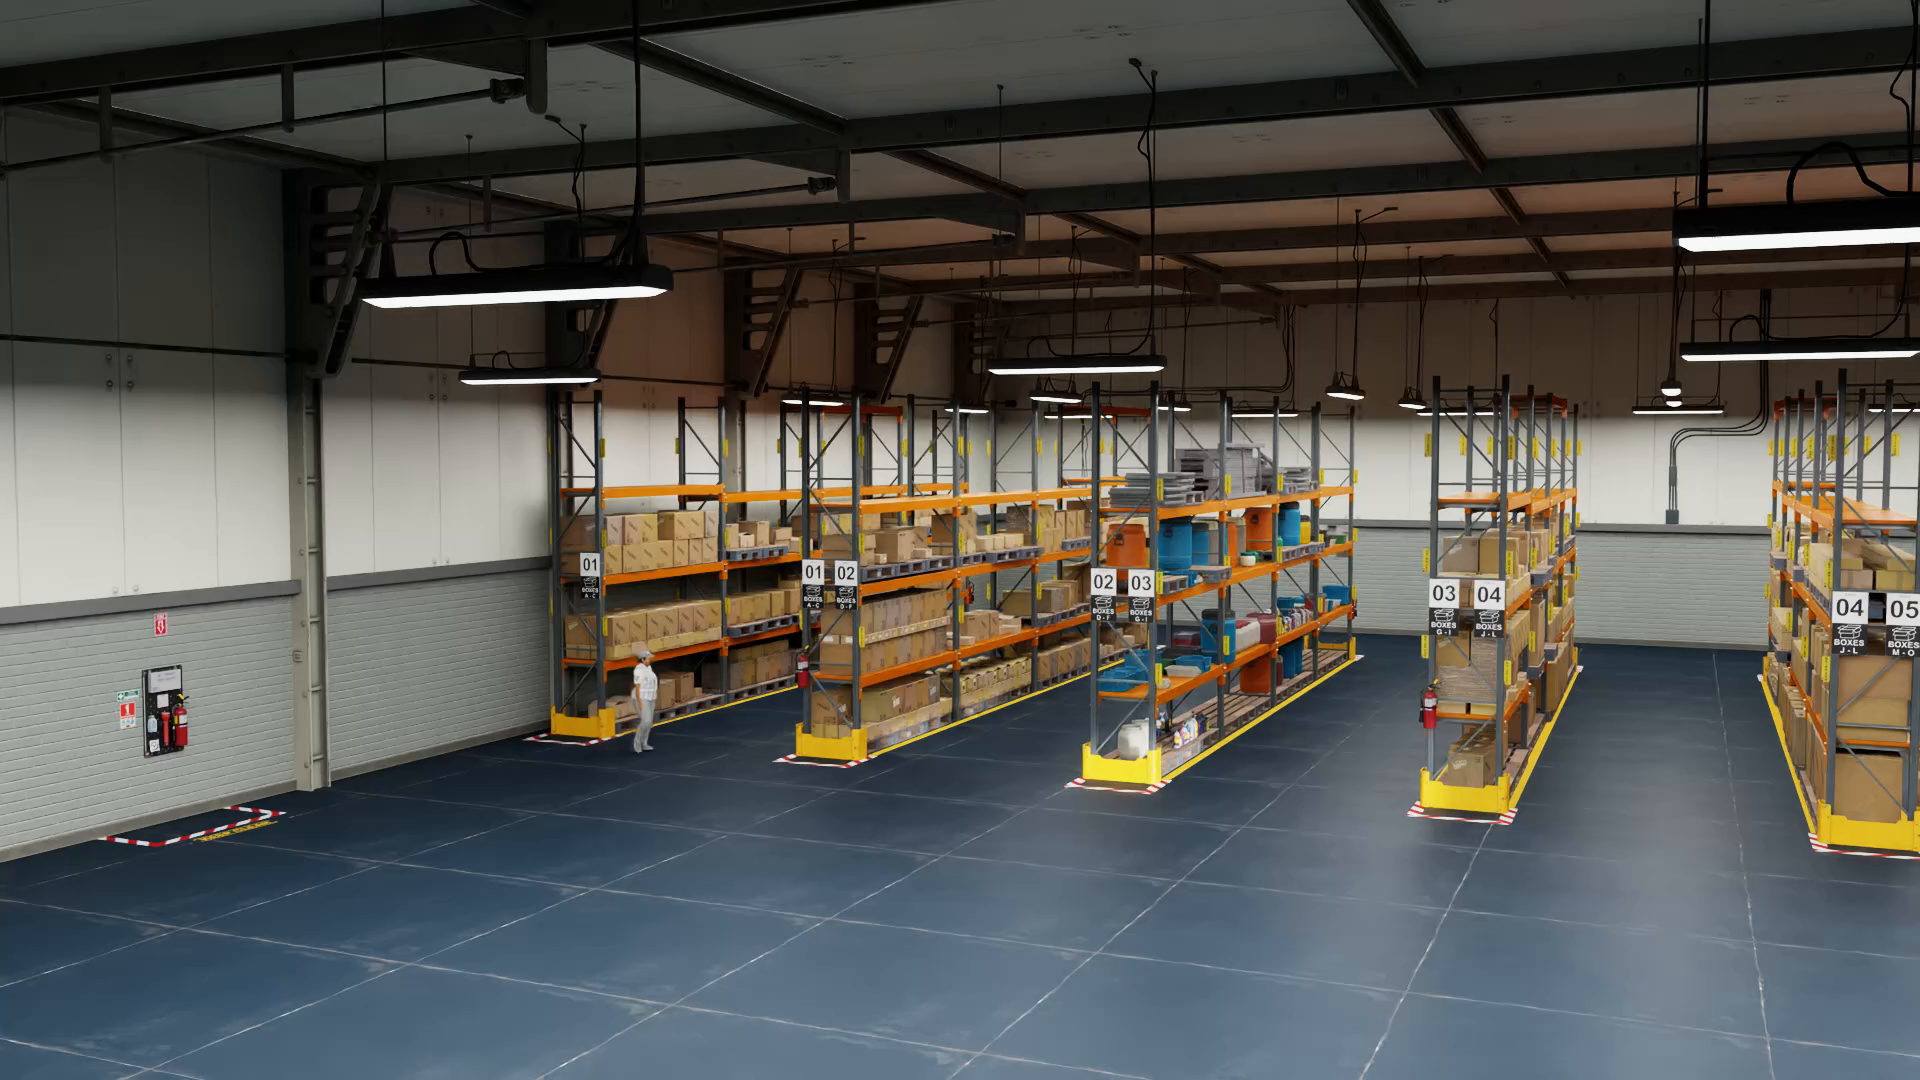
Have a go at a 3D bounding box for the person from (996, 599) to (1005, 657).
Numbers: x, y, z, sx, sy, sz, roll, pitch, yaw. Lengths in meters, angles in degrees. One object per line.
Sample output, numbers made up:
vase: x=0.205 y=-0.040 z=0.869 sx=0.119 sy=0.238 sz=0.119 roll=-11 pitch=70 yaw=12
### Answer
person: x=0.955 y=2.120 z=38.029 sx=0.582 sy=1.570 sz=0.742 roll=2 pitch=4 yaw=33

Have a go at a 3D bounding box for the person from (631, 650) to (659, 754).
person: x=-5.182 y=2.656 z=27.414 sx=0.433 sy=1.686 sz=0.497 roll=1 pitch=3 yaw=25

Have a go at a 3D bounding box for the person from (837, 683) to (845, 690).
person: x=-2.250 y=2.271 z=34.222 sx=0.528 sy=1.629 sz=1.047 roll=1 pitch=3 yaw=15
